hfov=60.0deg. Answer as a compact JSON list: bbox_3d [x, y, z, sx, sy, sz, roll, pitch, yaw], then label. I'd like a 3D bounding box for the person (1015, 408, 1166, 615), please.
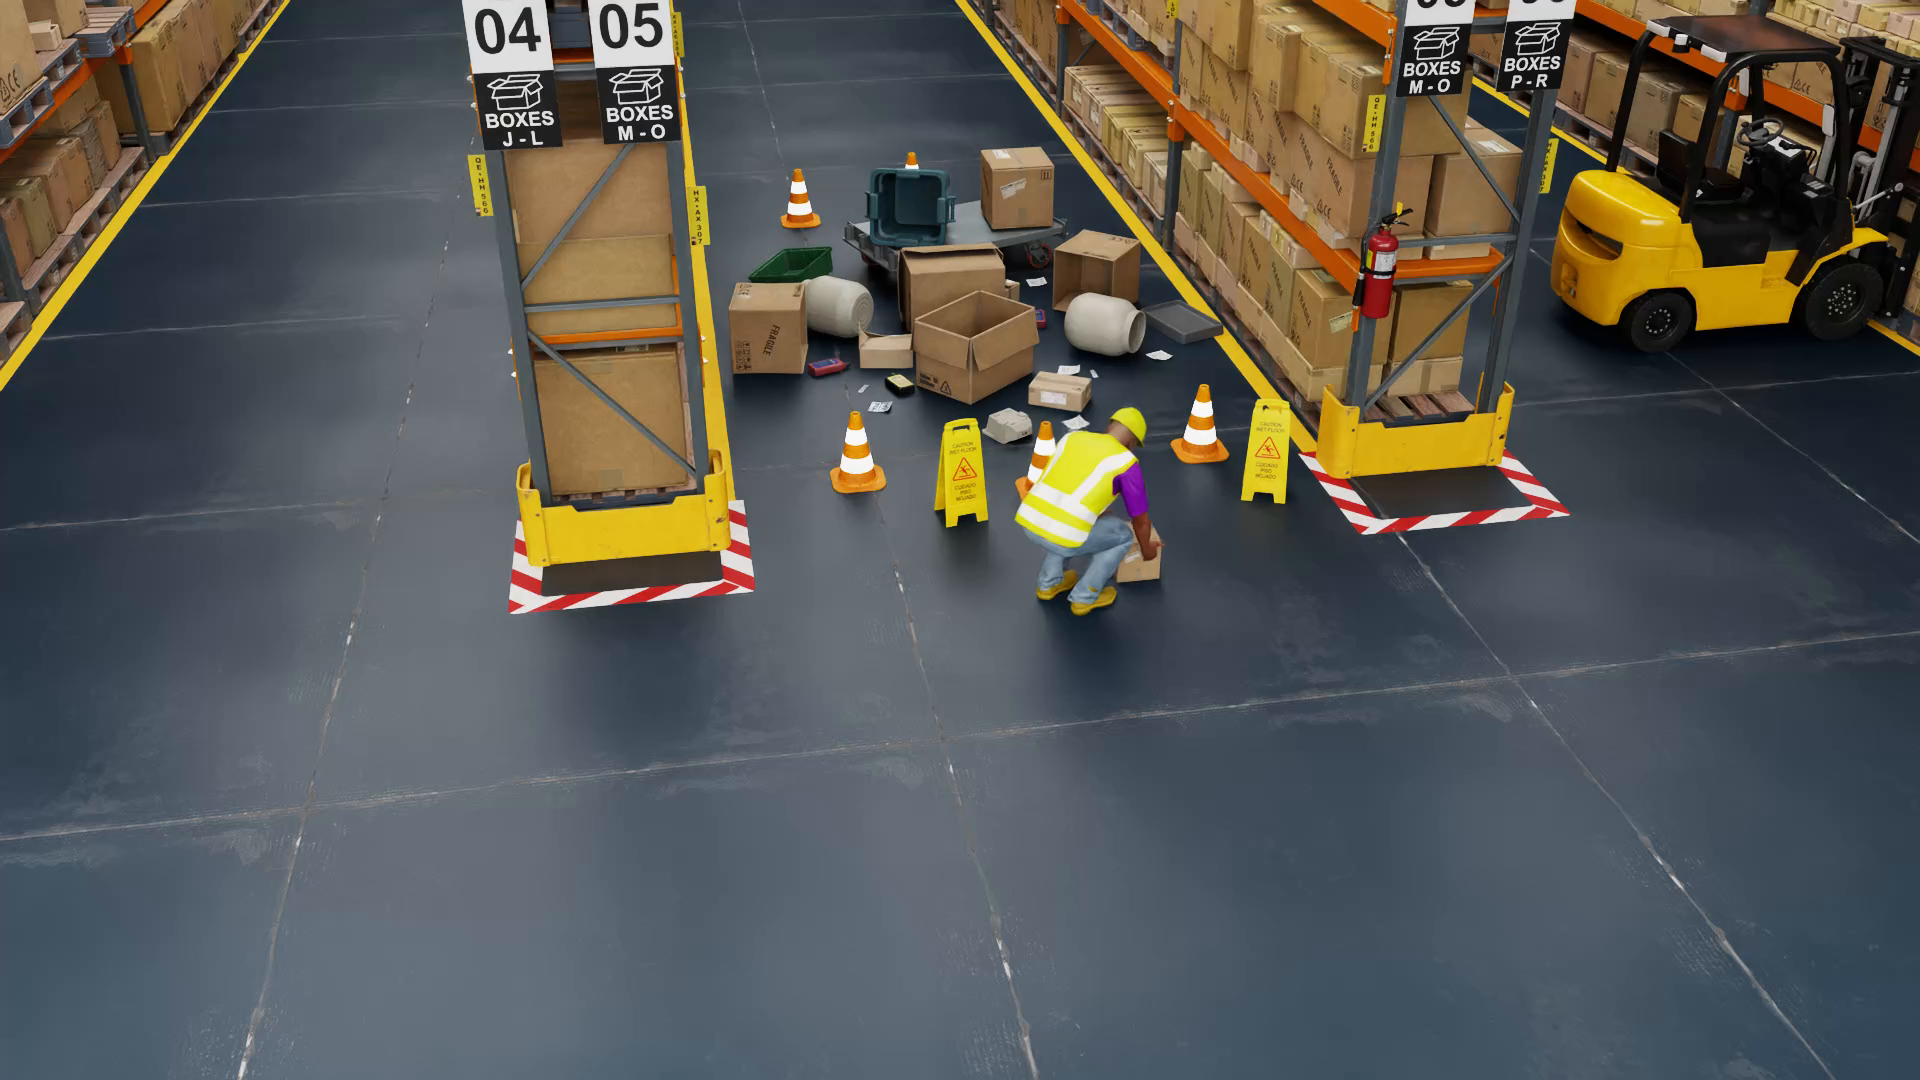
[{"bbox_3d":[0.684,-0.162,9.132,0.887,1.017,0.584,-23,38,-34],"label":"person"}]
